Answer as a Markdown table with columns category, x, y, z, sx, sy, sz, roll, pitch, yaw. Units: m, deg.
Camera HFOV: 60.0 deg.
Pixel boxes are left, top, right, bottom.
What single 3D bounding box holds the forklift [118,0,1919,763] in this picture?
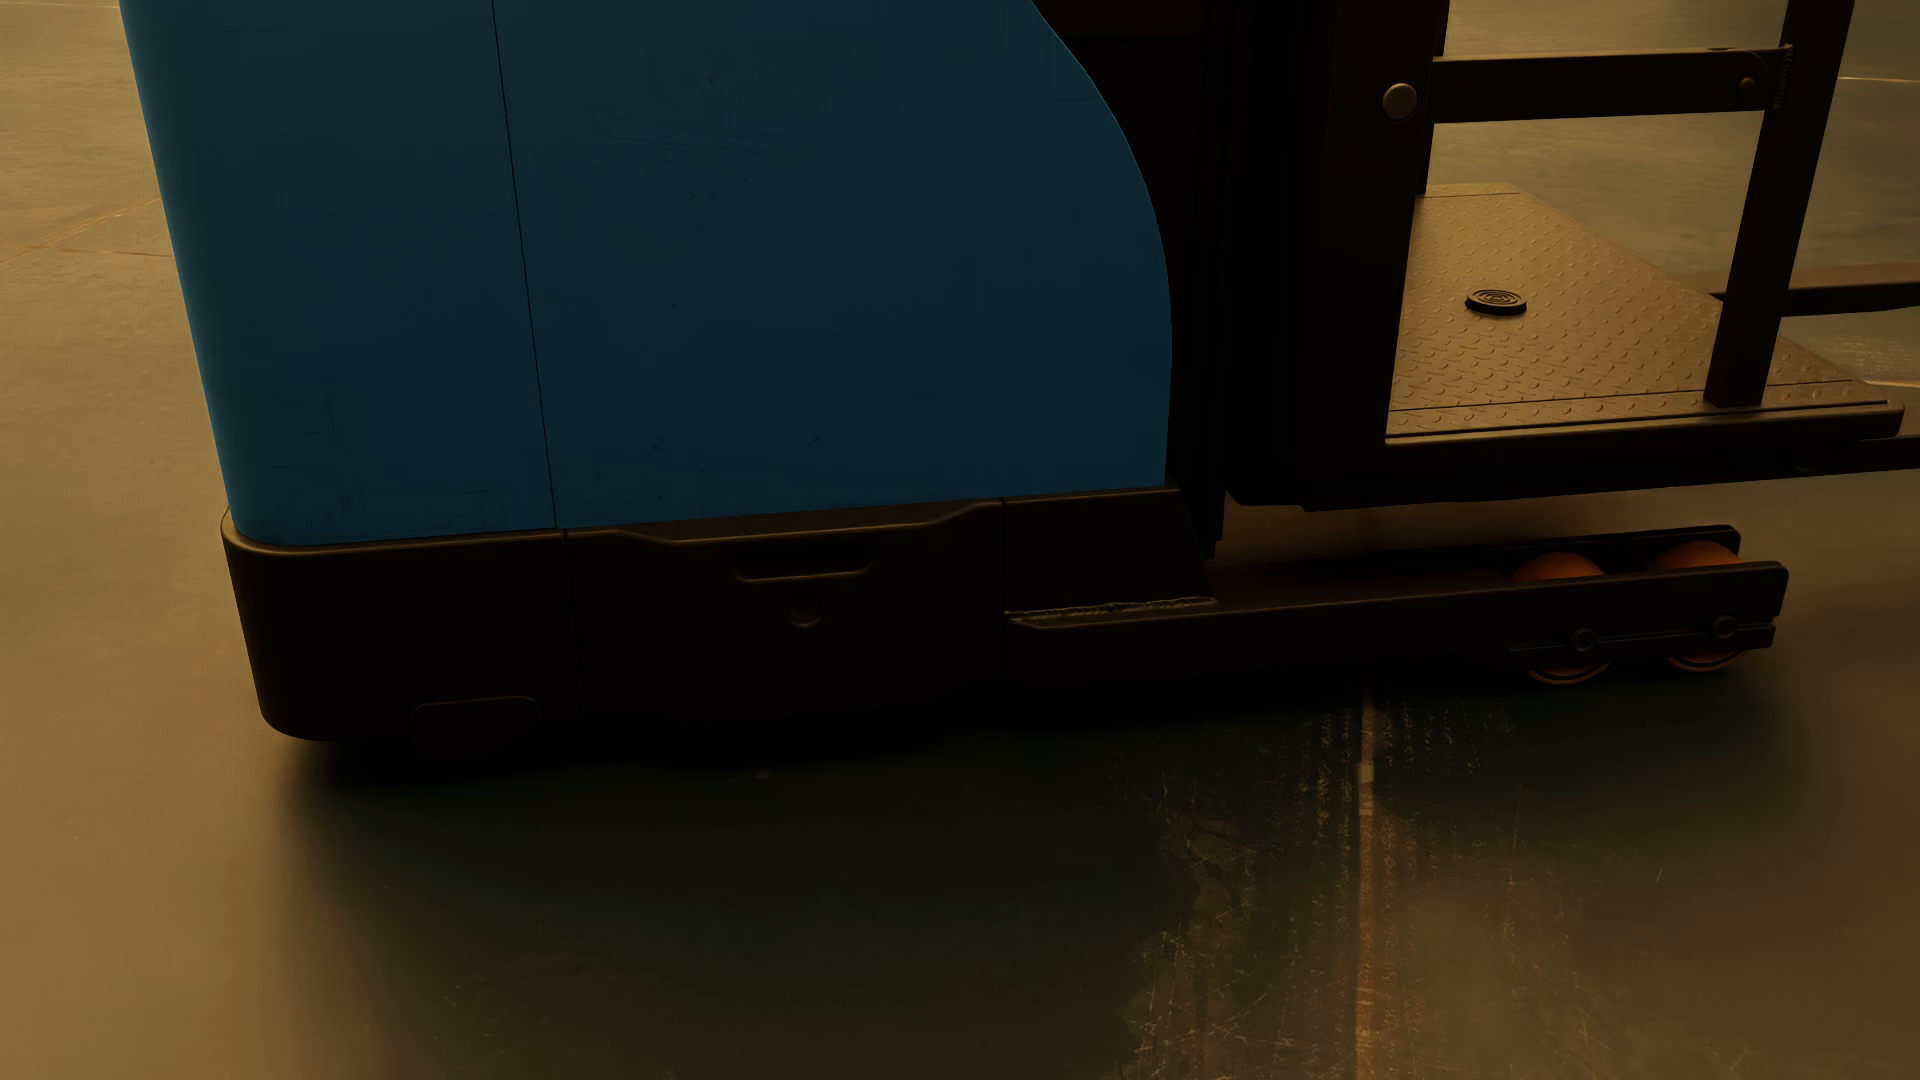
| category | x | y | z | sx | sy | sz | roll | pitch | yaw |
| --- | --- | --- | --- | --- | --- | --- | --- | --- | --- |
| forklift | 0.600 | -1.354 | 1.930 | 3.031 | 2.935 | 1.130 | -4 | 27 | -9 |
